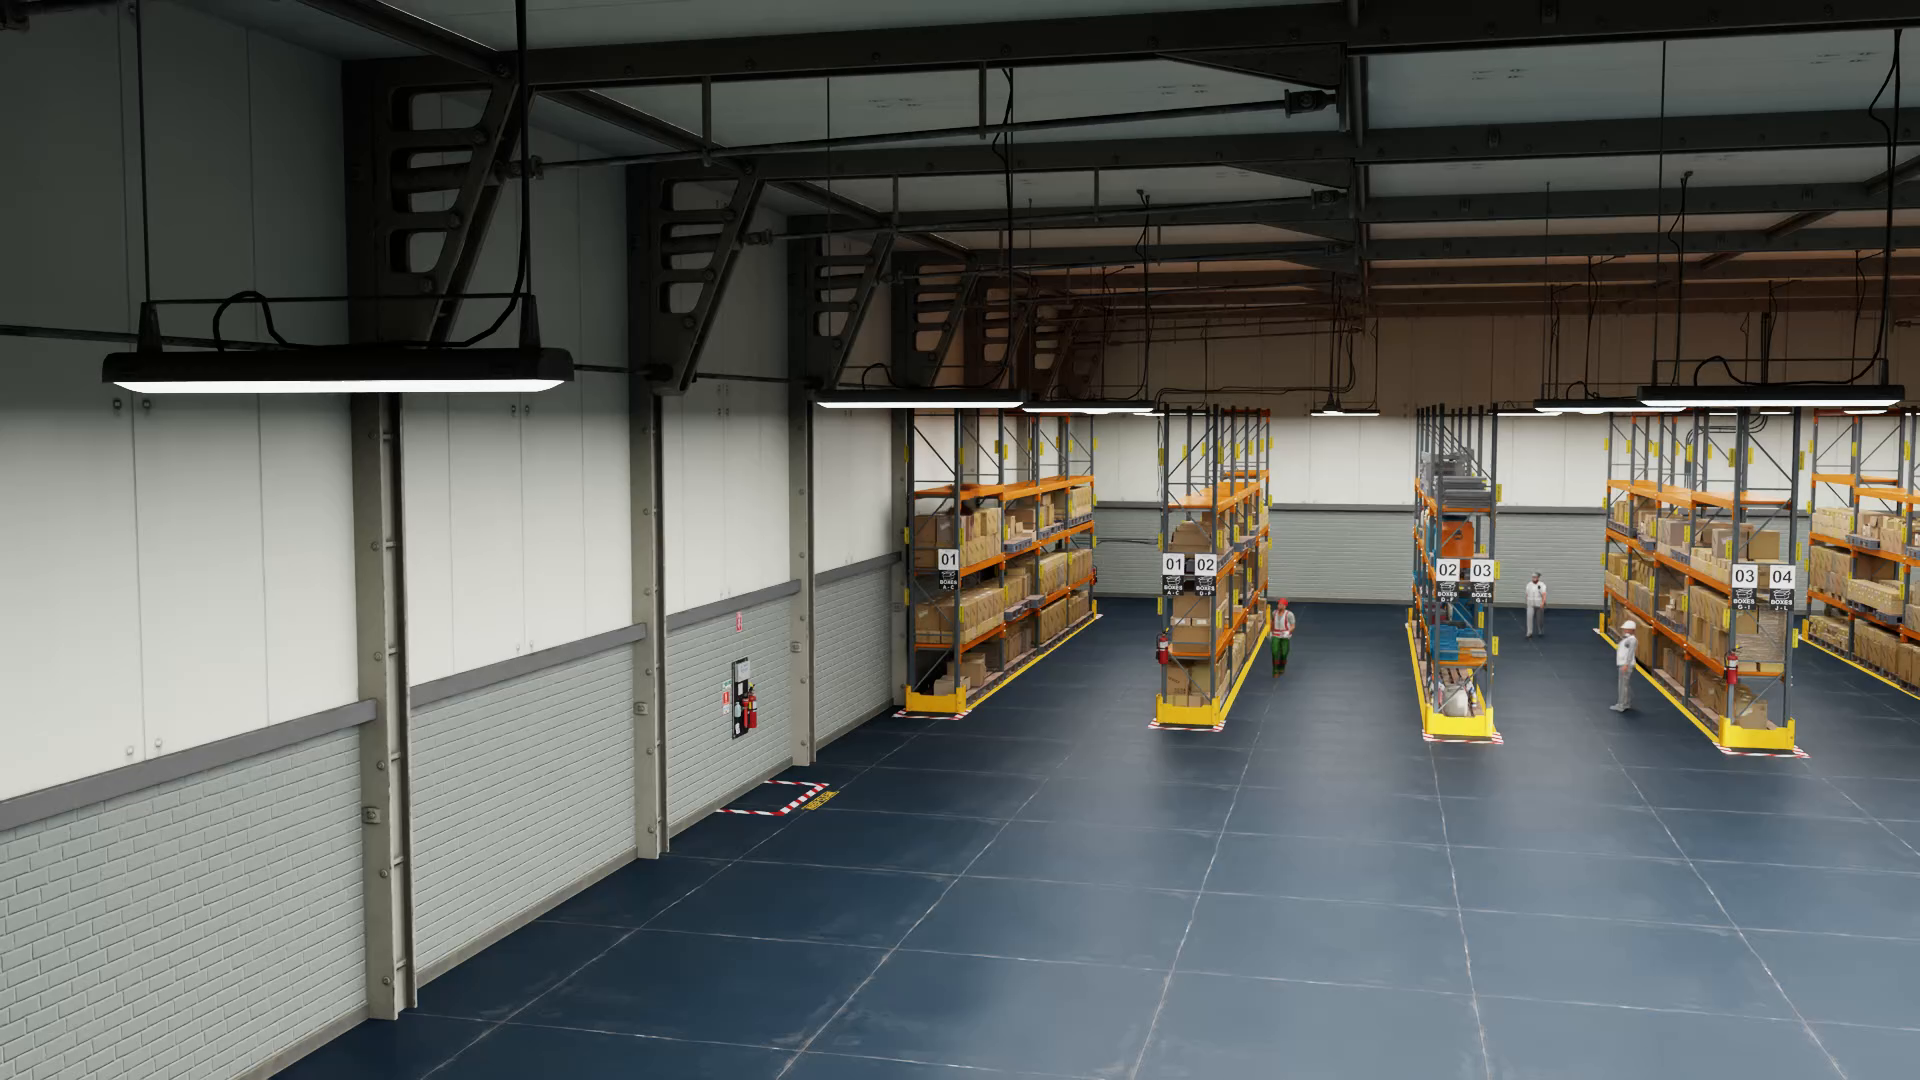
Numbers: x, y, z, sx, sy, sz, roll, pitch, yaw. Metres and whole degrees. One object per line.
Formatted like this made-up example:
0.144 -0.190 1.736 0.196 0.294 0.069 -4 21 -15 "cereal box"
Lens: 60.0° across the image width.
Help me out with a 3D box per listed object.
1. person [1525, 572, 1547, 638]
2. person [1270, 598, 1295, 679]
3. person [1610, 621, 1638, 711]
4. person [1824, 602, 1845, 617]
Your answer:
15.067 1.691 43.537 0.550 1.721 1.008 2 5 28 "person"
7.158 2.197 36.958 0.553 1.814 0.883 1 4 14 "person"
13.041 2.466 32.656 0.484 1.772 0.587 2 5 23 "person"
23.693 1.581 44.892 0.999 1.738 0.658 -1 4 -16 "person"
